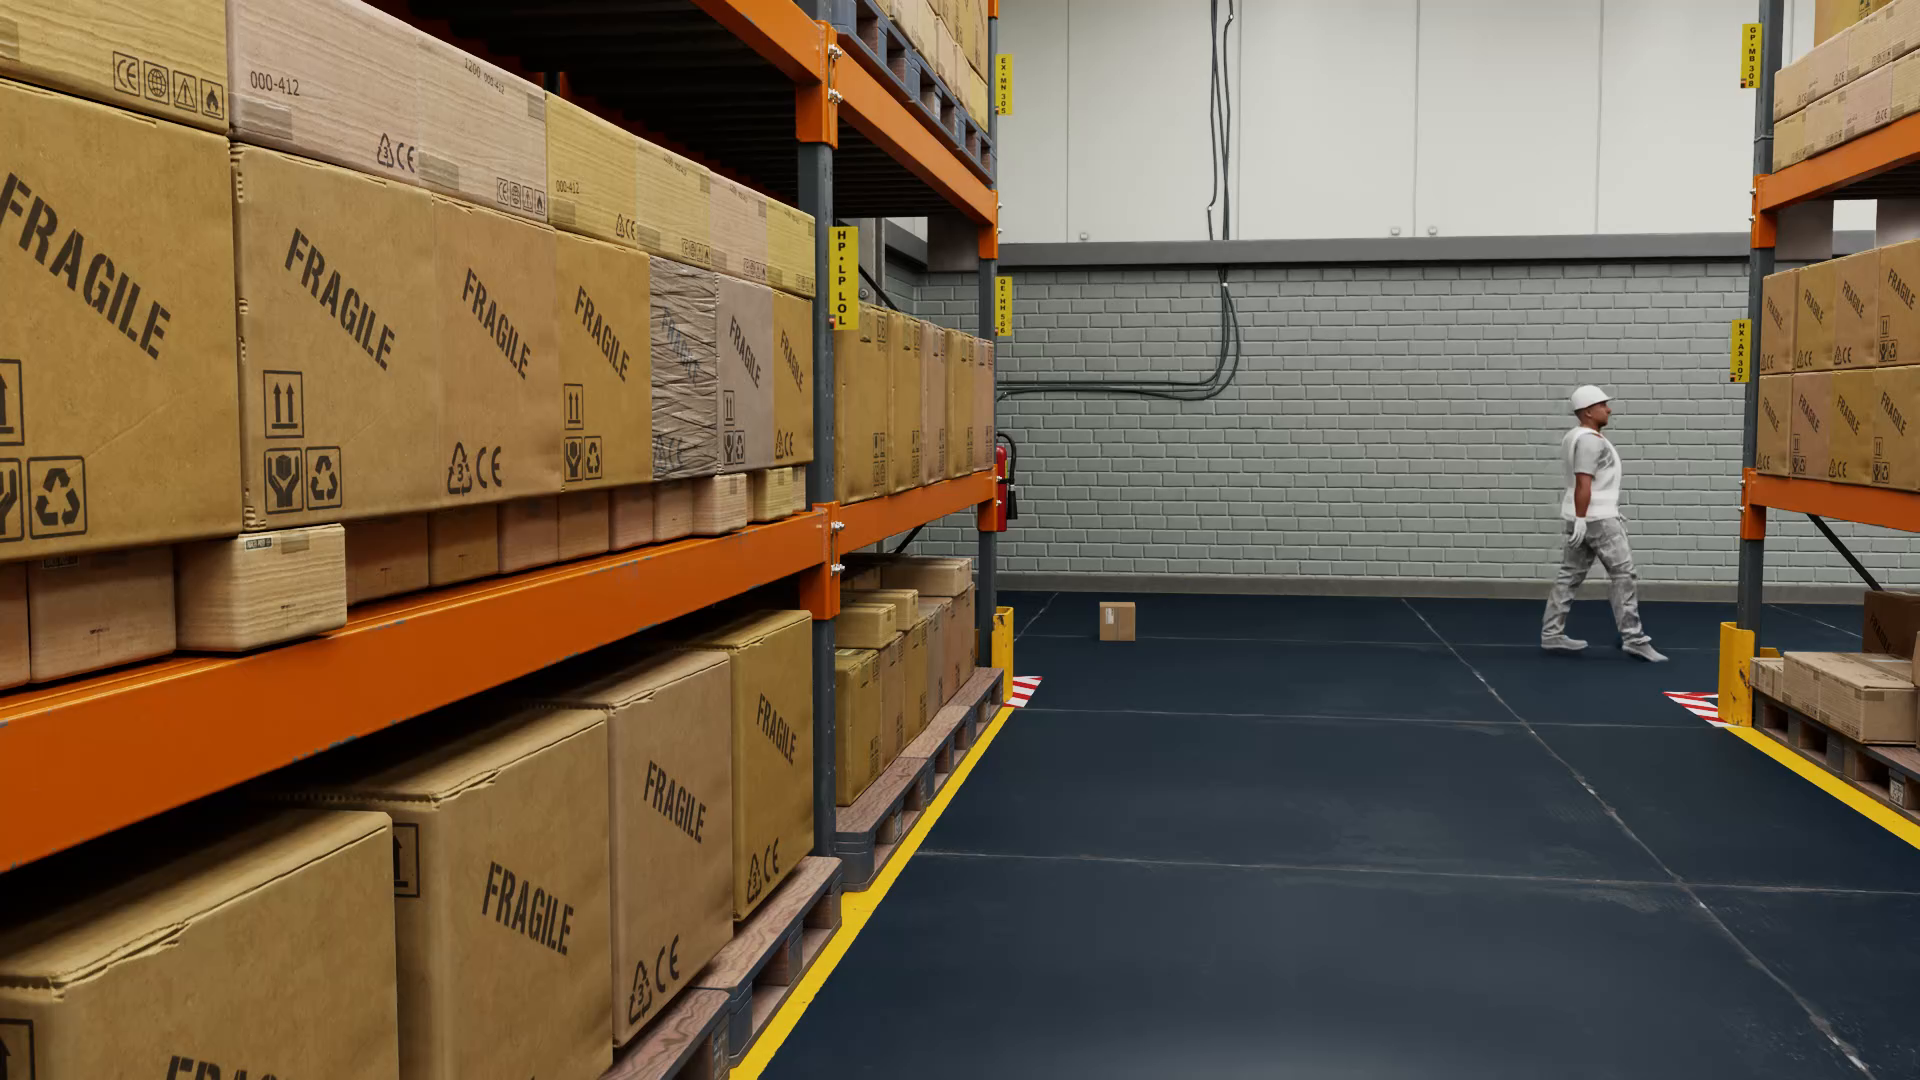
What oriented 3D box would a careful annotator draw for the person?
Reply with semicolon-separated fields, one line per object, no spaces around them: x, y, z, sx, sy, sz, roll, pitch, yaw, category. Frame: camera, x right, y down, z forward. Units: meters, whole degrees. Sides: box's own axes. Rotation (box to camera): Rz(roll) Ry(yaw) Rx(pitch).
4.252;-0.111;10.957;0.773;1.813;0.550;0;4;6;person
